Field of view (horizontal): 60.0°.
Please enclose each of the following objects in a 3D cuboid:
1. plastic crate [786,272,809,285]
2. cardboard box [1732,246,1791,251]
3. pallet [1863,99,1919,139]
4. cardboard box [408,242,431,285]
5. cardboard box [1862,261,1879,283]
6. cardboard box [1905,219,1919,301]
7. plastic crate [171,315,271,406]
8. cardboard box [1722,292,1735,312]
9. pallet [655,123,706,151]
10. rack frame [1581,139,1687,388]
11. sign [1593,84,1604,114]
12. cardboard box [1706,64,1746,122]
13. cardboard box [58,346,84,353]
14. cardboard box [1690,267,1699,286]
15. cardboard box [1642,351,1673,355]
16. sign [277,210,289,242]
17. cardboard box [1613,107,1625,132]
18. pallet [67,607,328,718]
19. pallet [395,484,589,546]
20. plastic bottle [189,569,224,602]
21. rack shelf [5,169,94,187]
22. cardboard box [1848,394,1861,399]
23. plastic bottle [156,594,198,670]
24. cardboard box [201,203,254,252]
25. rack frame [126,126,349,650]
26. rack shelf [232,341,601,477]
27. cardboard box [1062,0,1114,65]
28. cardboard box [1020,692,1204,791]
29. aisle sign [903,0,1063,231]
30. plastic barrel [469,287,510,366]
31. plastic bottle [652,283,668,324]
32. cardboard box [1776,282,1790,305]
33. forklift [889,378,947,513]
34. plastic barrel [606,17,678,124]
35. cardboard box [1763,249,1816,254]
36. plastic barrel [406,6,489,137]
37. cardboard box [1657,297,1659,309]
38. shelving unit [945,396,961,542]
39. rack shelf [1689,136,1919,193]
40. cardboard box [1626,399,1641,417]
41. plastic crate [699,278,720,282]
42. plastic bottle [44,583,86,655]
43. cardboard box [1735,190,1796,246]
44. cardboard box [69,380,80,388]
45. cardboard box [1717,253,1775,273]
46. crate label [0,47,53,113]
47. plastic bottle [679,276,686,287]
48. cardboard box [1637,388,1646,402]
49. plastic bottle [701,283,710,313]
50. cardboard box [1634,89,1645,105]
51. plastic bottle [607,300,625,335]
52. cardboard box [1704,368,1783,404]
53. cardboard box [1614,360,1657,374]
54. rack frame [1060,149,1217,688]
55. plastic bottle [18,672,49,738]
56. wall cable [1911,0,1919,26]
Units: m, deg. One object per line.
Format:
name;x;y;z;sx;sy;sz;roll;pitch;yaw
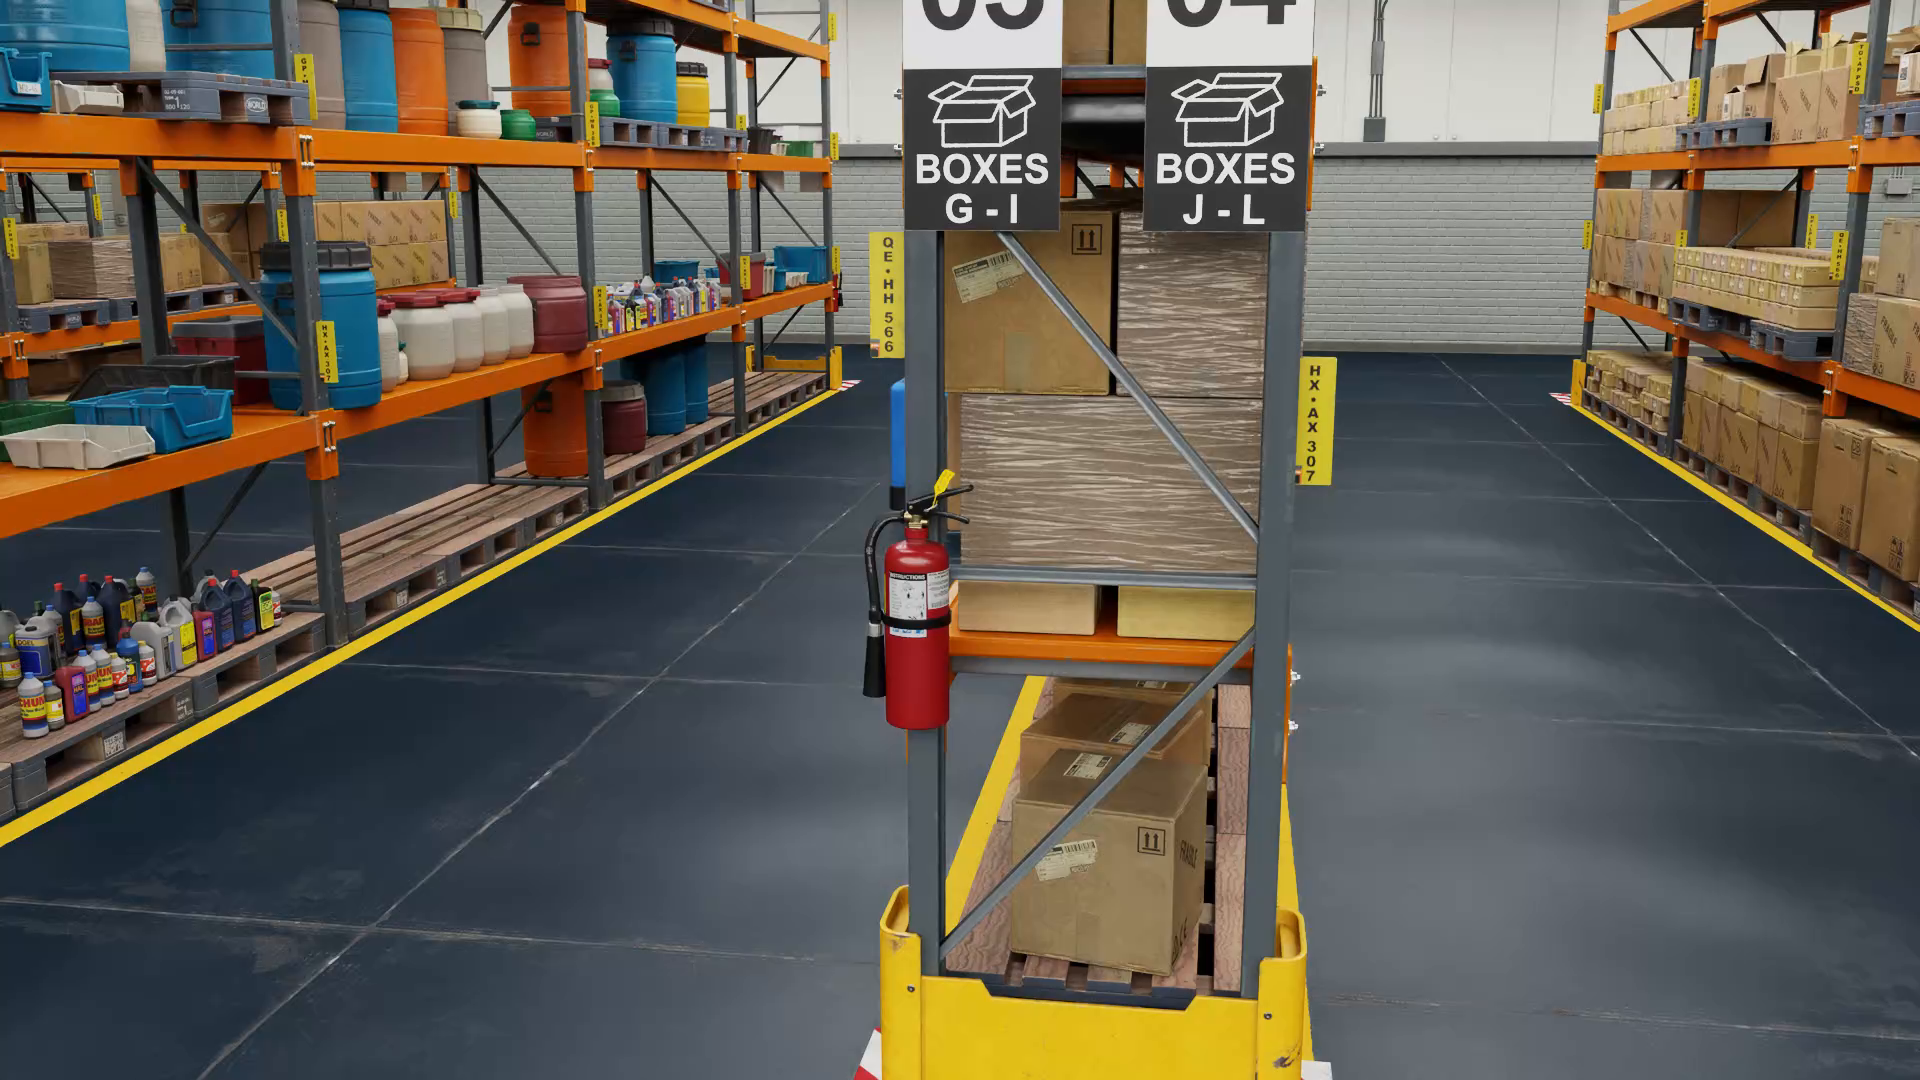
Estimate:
plastic crate;-2.020;-3.111;19.792;0.396;0.136;0.243;2;12;9
cardboard box;7.416;-2.501;15.533;0.500;0.500;0.500;2;12;8
pallet;6.429;-2.617;10.344;1.213;0.211;1.003;2;12;11
cardboard box;-6.843;-3.386;20.348;0.500;0.500;0.500;2;12;9
cardboard box;6.819;-1.949;12.103;0.380;0.149;0.250;2;12;8
cardboard box;6.321;-1.718;10.234;0.700;0.500;0.500;2;12;8
plastic crate;-4.147;-1.030;9.502;0.402;0.464;0.583;2;12;9
cardboard box;6.339;-1.902;13.300;0.380;0.149;0.250;1;12;6
pallet;-2.884;-3.525;14.558;1.003;0.211;1.213;2;12;9
rack frame;7.706;-3.044;18.998;1.000;3.000;0.127;2;12;9
sign;7.170;-4.955;18.671;0.100;0.325;0.005;2;12;9
cardboard box;6.924;-3.856;14.414;0.700;0.500;0.500;2;12;9
cardboard box;-11.871;-2.542;21.603;0.700;0.500;0.500;2;12;9
cardboard box;6.499;-2.264;14.274;0.380;0.149;0.250;2;12;10
cardboard box;7.875;-2.028;18.642;0.380;0.149;0.250;2;12;9
sign;-7.033;-3.264;17.268;0.100;0.325;0.005;2;12;9
cardboard box;7.303;-4.490;17.756;0.500;0.250;0.500;2;12;8
pallet;-4.063;0.613;8.646;1.003;0.211;1.213;2;12;9
pallet;-3.461;-0.198;12.410;1.003;0.211;1.213;2;12;9
plastic bottle;-3.875;0.330;8.584;0.144;0.351;0.185;2;12;9
rack shelf;-12.170;-4.406;19.903;1.077;0.370;4.000;2;12;9
cardboard box;6.899;-0.970;12.530;0.500;0.250;0.500;2;12;8
plastic bottle;-3.812;0.442;8.065;0.144;0.351;0.185;2;12;8
cardboard box;-7.760;-3.366;17.882;0.500;0.500;0.500;2;12;9
rack frame;-3.919;-0.888;8.995;1.000;3.000;0.127;2;12;9
rack shelf;-3.611;-0.953;11.002;1.077;0.370;4.000;2;12;9
cardboard box;0.183;-1.397;4.590;0.500;0.250;0.500;2;12;10
cardboard box;0.531;0.867;5.789;0.500;0.500;0.500;5;13;23
aisle sign;0.054;-1.163;4.098;0.394;0.787;0.004;2;12;9
plastic barrel;-3.316;-1.467;11.414;0.421;0.512;0.421;0;12;0
plastic bottle;-2.676;-2.098;14.726;0.144;0.351;0.185;2;12;9
cardboard box;6.141;-1.780;12.025;0.380;0.149;0.250;2;12;11
forklift;0.227;-1.816;13.461;1.130;2.935;3.031;2;12;9
plastic barrel;-2.800;-4.110;14.637;0.600;0.901;0.708;2;12;9
cardboard box;7.182;-2.439;14.377;0.380;0.149;0.250;2;12;7
plastic barrel;-3.644;-3.268;11.729;0.600;0.901;0.600;0;12;0
cardboard box;6.936;-2.266;15.986;0.380;0.149;0.250;2;12;11
shelving unit;0.008;-0.524;11.934;0.215;1.050;0.252;2;12;9
rack shelf;6.783;-2.910;12.962;1.077;0.370;4.000;2;12;9
cardboard box;6.974;-1.331;16.820;0.380;0.149;0.250;2;12;9
plastic crate;-2.718;-2.826;18.471;0.293;0.136;0.466;2;12;9
plastic bottle;-4.482;0.386;8.328;0.144;0.351;0.185;1;12;6
cardboard box;7.401;-2.980;15.386;0.500;0.500;0.500;2;12;10
cardboard box;-8.206;-1.185;15.262;0.500;0.500;0.500;1;12;7
cardboard box;6.378;-2.248;13.493;0.380;0.149;0.250;2;12;11
crate label;-3.920;-1.828;6.589;0.502;0.251;0.408;2;12;9
plastic bottle;-2.649;-2.332;15.812;0.144;0.351;0.185;2;12;9
cardboard box;7.034;-1.460;16.712;0.380;0.149;0.250;2;12;10
plastic bottle;-2.486;-2.324;15.953;0.152;0.276;0.135;2;12;9
cardboard box;7.153;-4.550;17.090;0.380;0.149;0.250;2;12;10
plastic bottle;-2.846;-1.836;13.688;0.152;0.276;0.135;2;12;9
cardboard box;6.637;-1.305;14.085;0.500;0.250;0.500;2;12;10
cardboard box;7.193;-1.827;17.709;0.380;0.149;0.250;2;12;11
rack frame;0.975;-0.728;8.250;1.000;3.000;0.127;2;12;9
plastic bottle;-3.947;0.696;7.076;0.097;0.271;0.097;0;12;0
wall cable;13.209;-7.031;23.256;0.463;3.000;0.029;2;12;9
